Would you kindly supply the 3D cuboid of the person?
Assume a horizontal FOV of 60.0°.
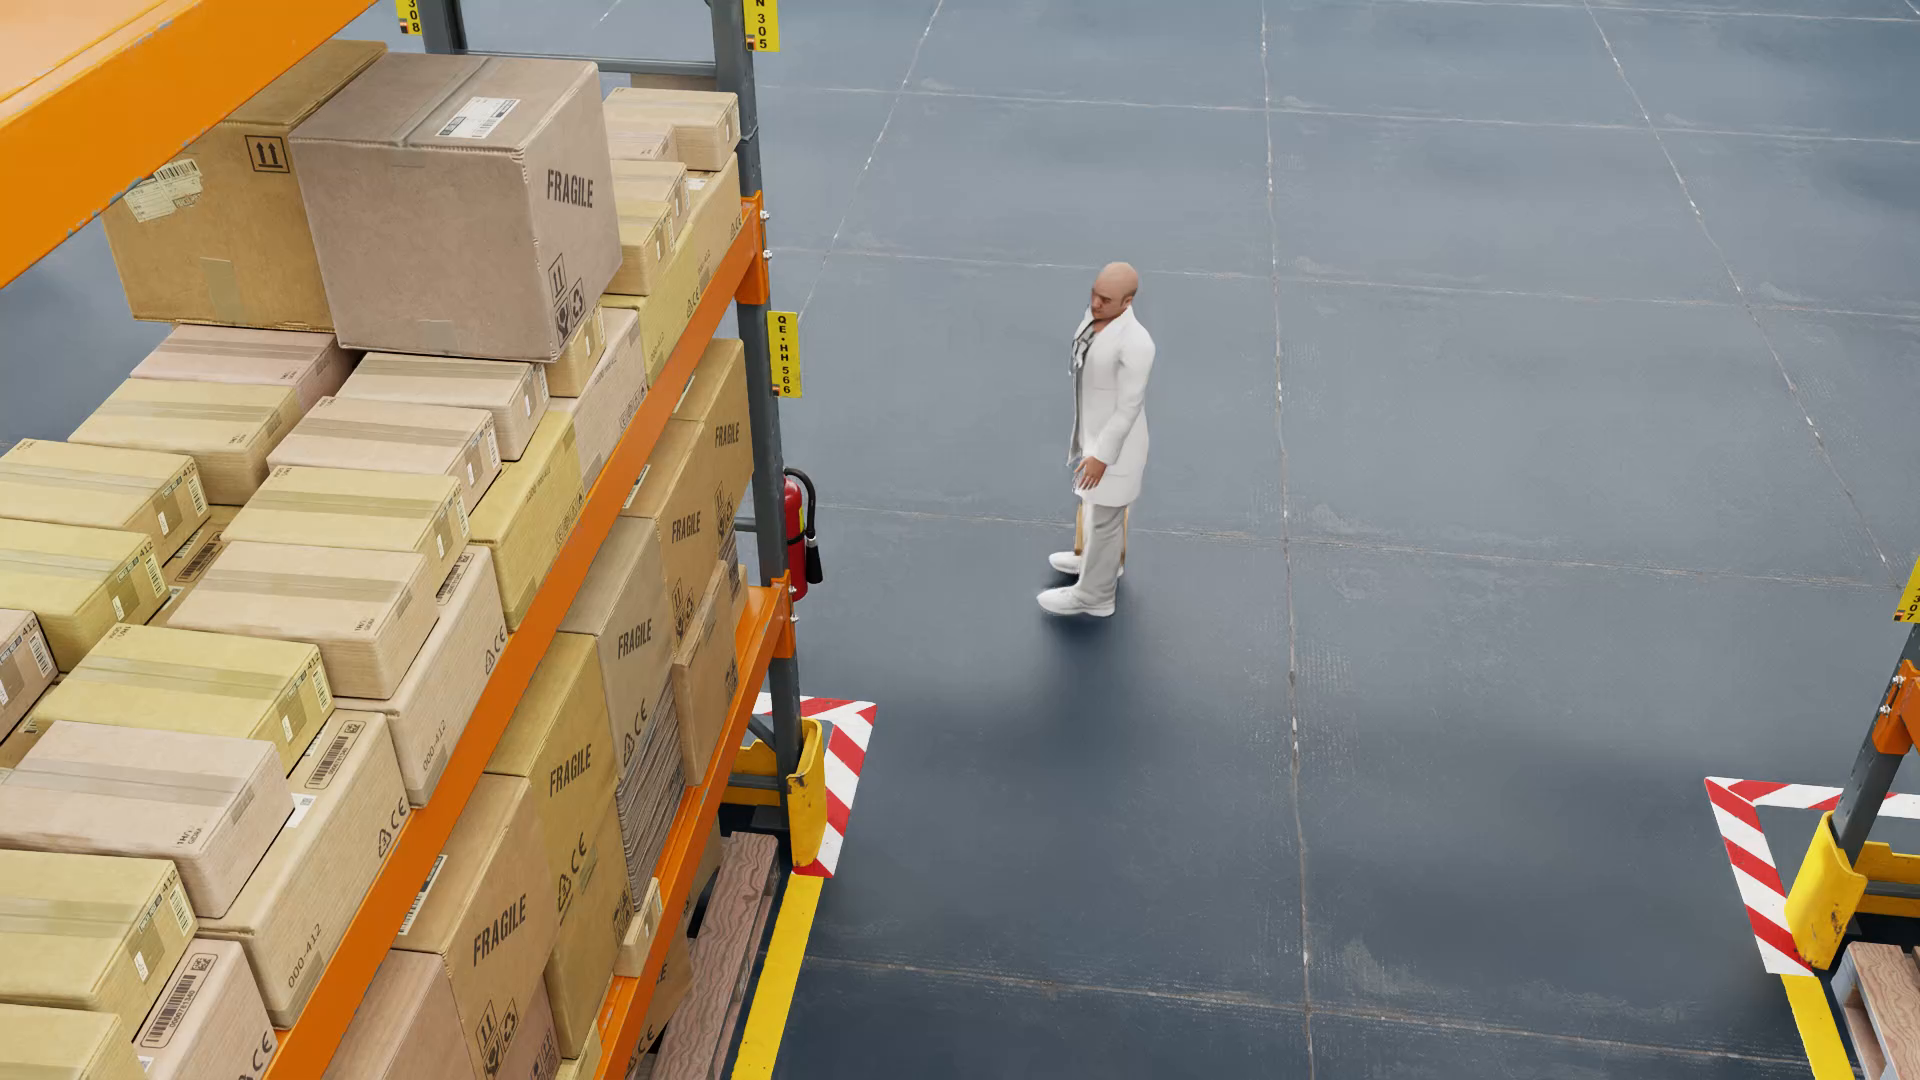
[{"bbox_3d":[0.594,-0.461,7.644,0.502,1.789,0.595,-9,37,-12],"label":"person"}]
